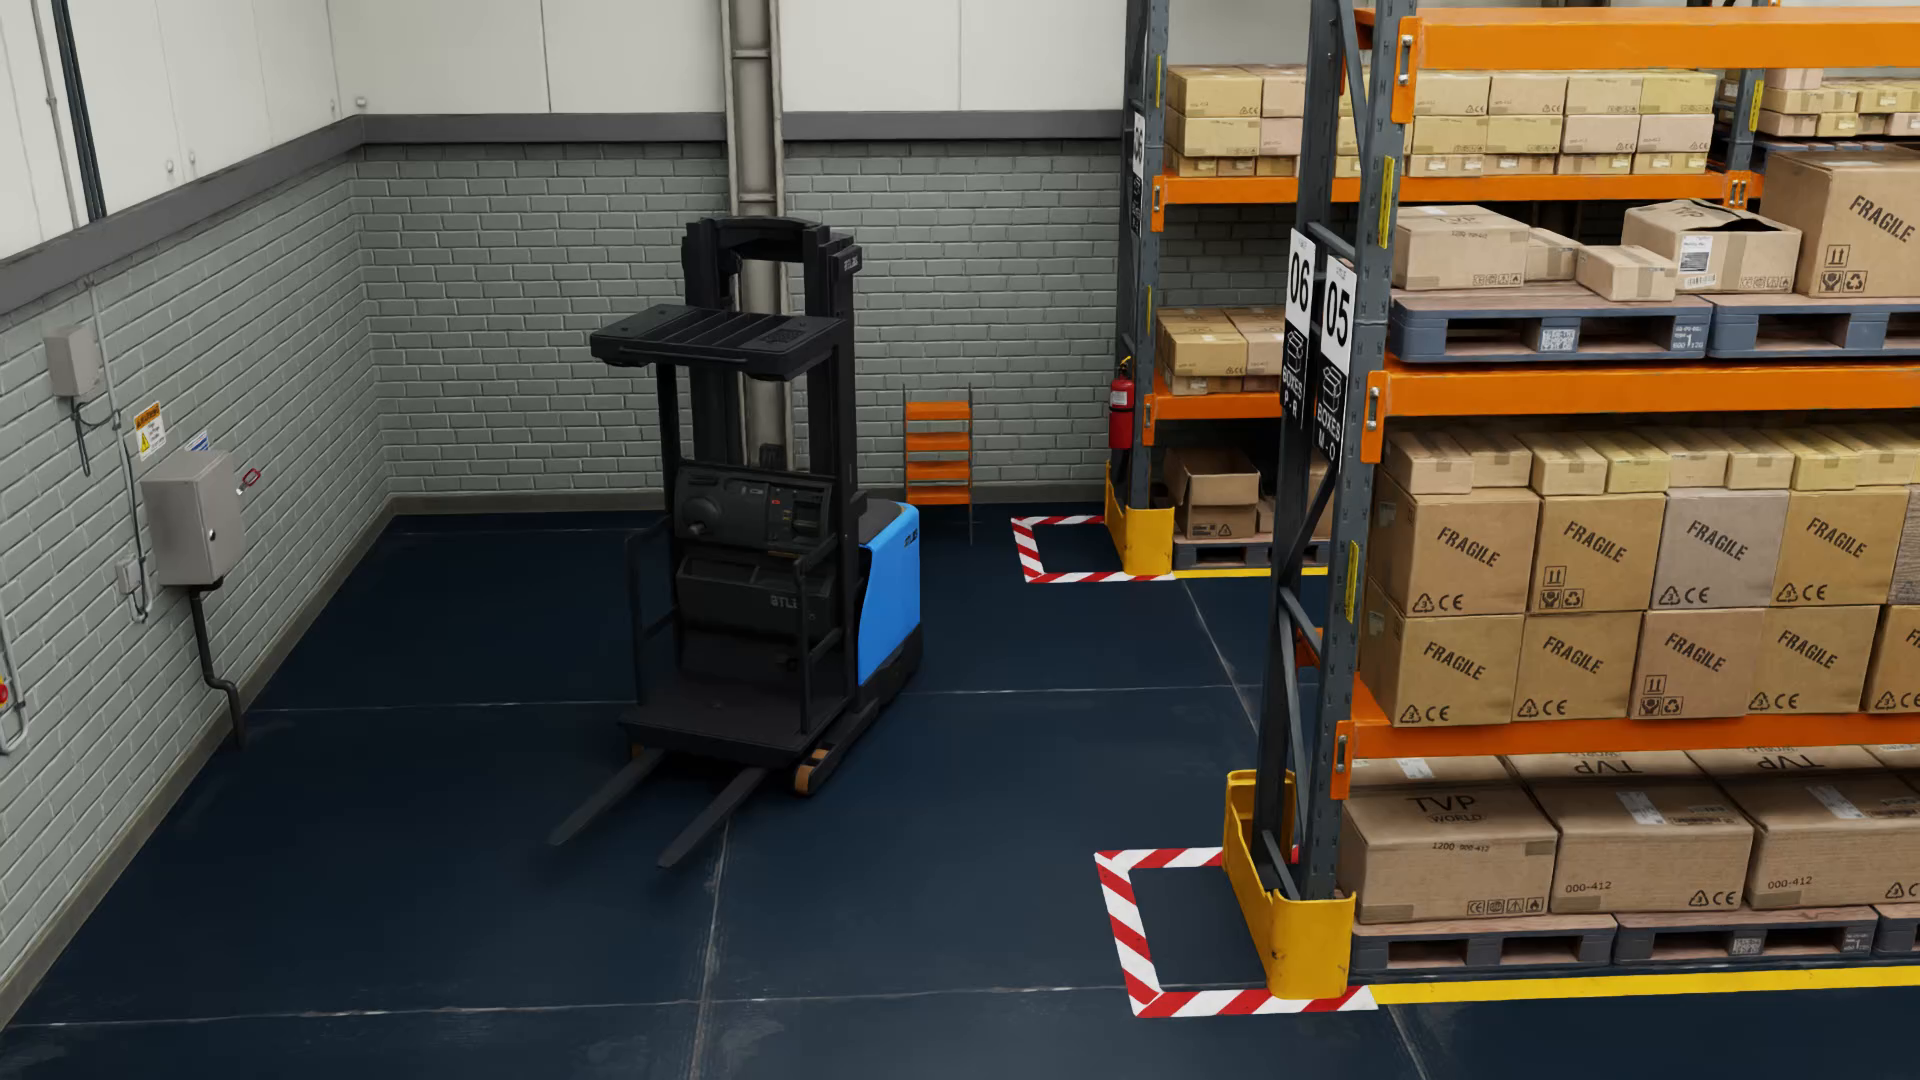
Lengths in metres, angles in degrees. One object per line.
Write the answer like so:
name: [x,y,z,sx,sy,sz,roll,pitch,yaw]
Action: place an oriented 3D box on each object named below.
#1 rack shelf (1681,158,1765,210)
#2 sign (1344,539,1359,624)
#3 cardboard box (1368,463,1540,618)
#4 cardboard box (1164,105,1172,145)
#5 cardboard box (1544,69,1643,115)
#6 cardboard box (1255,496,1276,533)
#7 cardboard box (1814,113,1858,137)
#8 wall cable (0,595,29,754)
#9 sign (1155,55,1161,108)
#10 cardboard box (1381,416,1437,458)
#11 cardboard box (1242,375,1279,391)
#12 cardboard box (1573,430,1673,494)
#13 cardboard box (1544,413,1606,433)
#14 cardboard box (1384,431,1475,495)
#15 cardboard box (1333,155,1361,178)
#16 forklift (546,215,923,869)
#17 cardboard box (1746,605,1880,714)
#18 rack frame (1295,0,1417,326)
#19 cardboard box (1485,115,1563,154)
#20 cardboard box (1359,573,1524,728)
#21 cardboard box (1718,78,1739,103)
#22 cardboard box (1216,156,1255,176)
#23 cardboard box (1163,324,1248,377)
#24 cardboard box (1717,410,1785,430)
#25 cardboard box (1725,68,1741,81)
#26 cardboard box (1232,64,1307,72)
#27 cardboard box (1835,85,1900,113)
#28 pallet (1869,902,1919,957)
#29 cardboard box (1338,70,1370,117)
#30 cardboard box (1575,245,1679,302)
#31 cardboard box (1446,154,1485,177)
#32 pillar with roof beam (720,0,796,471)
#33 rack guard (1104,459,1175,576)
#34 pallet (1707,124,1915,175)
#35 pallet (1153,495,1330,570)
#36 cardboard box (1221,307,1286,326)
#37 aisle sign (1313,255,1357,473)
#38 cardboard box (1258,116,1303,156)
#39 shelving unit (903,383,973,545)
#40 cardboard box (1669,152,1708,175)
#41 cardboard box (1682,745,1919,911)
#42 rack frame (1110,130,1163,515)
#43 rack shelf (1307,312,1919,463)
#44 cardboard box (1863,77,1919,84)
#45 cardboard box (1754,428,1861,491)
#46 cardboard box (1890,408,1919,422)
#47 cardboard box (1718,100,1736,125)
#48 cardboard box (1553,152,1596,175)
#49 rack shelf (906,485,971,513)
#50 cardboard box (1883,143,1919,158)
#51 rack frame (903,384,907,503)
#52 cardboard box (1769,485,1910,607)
rack shelf: [7.241,-2.541,11.874,4.000,0.370,1.077,-1,21,-3]
sign: [1.563,0.166,6.642,0.005,0.325,0.100,-1,21,-3]
cardboard box: [2.033,-0.013,6.892,0.500,0.500,0.500,-2,21,-4]
cardboard box: [1.679,-2.930,11.677,0.500,0.250,0.500,-2,21,-4]
cardboard box: [4.248,-3.030,11.237,0.500,0.250,0.500,-1,21,-4]
cardboard box: [2.293,-0.191,12.322,0.250,0.149,0.380,-2,21,-5]
cardboard box: [5.825,-2.819,11.217,0.250,0.149,0.380,-1,21,-2]
wall cable: [-4.091,0.043,6.819,0.123,1.953,0.585,-1,21,-3]
sign: [1.282,-2.971,10.764,0.005,0.325,0.100,-1,21,-3]
cardboard box: [1.884,-0.486,7.223,0.250,0.149,0.380,-1,21,-2]
cardboard box: [2.106,-1.184,11.869,0.250,0.149,0.380,-1,21,-4]
cardboard box: [2.693,-0.323,6.796,0.250,0.149,0.380,-2,21,-5]
cardboard box: [2.643,-0.525,7.326,0.250,0.149,0.380,-1,21,-2]
cardboard box: [1.908,-0.316,6.778,0.250,0.149,0.380,-1,21,-2]
cardboard box: [2.615,-2.552,11.245,0.250,0.149,0.380,-1,21,-3]
forklift: [-1.203,-0.151,8.898,1.130,2.935,3.031,7,22,18]
cardboard box: [3.545,0.415,7.174,0.500,0.500,0.500,0,21,-1]
rack frame: [1.538,-2.394,6.261,0.127,3.000,1.000,-1,21,-3]
cardboard box: [3.746,-2.786,11.299,0.500,0.250,0.500,-1,21,-2]
cardboard box: [2.033,0.456,7.068,0.500,0.500,0.500,-1,21,-3]
cardboard box: [5.537,-3.148,11.663,0.250,0.149,0.380,-1,21,-4]
cardboard box: [1.842,-2.576,11.309,0.250,0.149,0.380,-1,21,-2]
cardboard box: [1.719,-1.336,11.706,0.500,0.250,0.500,-1,21,-3]
cardboard box: [3.418,-0.530,7.339,0.250,0.149,0.380,0,21,-1]
cardboard box: [5.546,-3.325,11.545,0.258,0.266,0.396,-1,21,-4]
cardboard box: [2.198,-3.176,11.622,0.500,0.250,0.500,-2,21,-5]
cardboard box: [6.085,-2.972,11.200,0.250,0.149,0.380,-2,21,-4]
pallet: [4.767,1.620,8.070,1.213,0.211,1.003,-1,21,-3]
cardboard box: [2.717,-2.996,11.149,0.500,0.250,0.500,-1,21,-4]
cardboard box: [2.637,-1.058,6.590,0.250,0.149,0.380,0,21,-1]
cardboard box: [3.367,-2.565,11.279,0.250,0.149,0.380,-1,21,-2]
pillar with roof beam: [-1.247,-2.893,7.572,0.400,9.000,9.100,-1,21,-3]
rack guard: [1.326,-0.186,12.408,0.348,0.500,1.175,-1,21,-3]
pallet: [5.899,-2.737,11.642,1.003,0.211,1.213,-1,21,-3]
pallet: [2.122,-0.068,12.503,1.213,0.211,1.003,-1,21,-3]
cardboard box: [2.209,-1.536,12.232,0.500,0.250,0.500,-1,21,-3]
aisle sign: [1.482,-0.700,6.591,0.004,0.787,0.394,-1,21,-3]
cardboard box: [2.215,-2.753,11.214,0.500,0.250,0.500,-1,21,-2]
shelving unit: [-0.165,-0.557,12.399,0.503,1.200,0.258,-1,21,-3]
cardboard box: [4.902,-2.607,11.389,0.250,0.149,0.380,-1,21,-3]
cardboard box: [4.004,1.323,7.941,0.875,0.438,0.875,-2,21,-5]
rack frame: [1.250,-1.353,11.959,0.127,3.000,1.000,-1,21,-3]
rack shelf: [3.534,-0.696,7.029,4.000,0.370,1.077,-1,21,-3]
cardboard box: [6.566,-3.168,11.714,0.250,0.149,0.380,-2,21,-5]
cardboard box: [3.458,-0.333,6.821,0.250,0.149,0.380,-2,21,-4]
cardboard box: [4.175,-0.565,7.431,0.250,0.149,0.380,-2,21,-5]
cardboard box: [5.543,-2.993,11.672,0.250,0.149,0.380,-1,21,-3]
cardboard box: [4.143,-2.597,11.364,0.250,0.149,0.380,-1,21,-3]
rack shelf: [-0.165,-0.309,12.493,0.480,0.148,0.258,-1,21,-3]
cardboard box: [4.186,-1.325,6.795,0.637,0.503,0.797,0,21,1]
rack frame: [-0.409,-0.552,12.386,0.015,1.200,0.240,-1,21,-3]
cardboard box: [3.560,-0.049,6.989,0.500,0.500,0.500,-1,21,-3]
